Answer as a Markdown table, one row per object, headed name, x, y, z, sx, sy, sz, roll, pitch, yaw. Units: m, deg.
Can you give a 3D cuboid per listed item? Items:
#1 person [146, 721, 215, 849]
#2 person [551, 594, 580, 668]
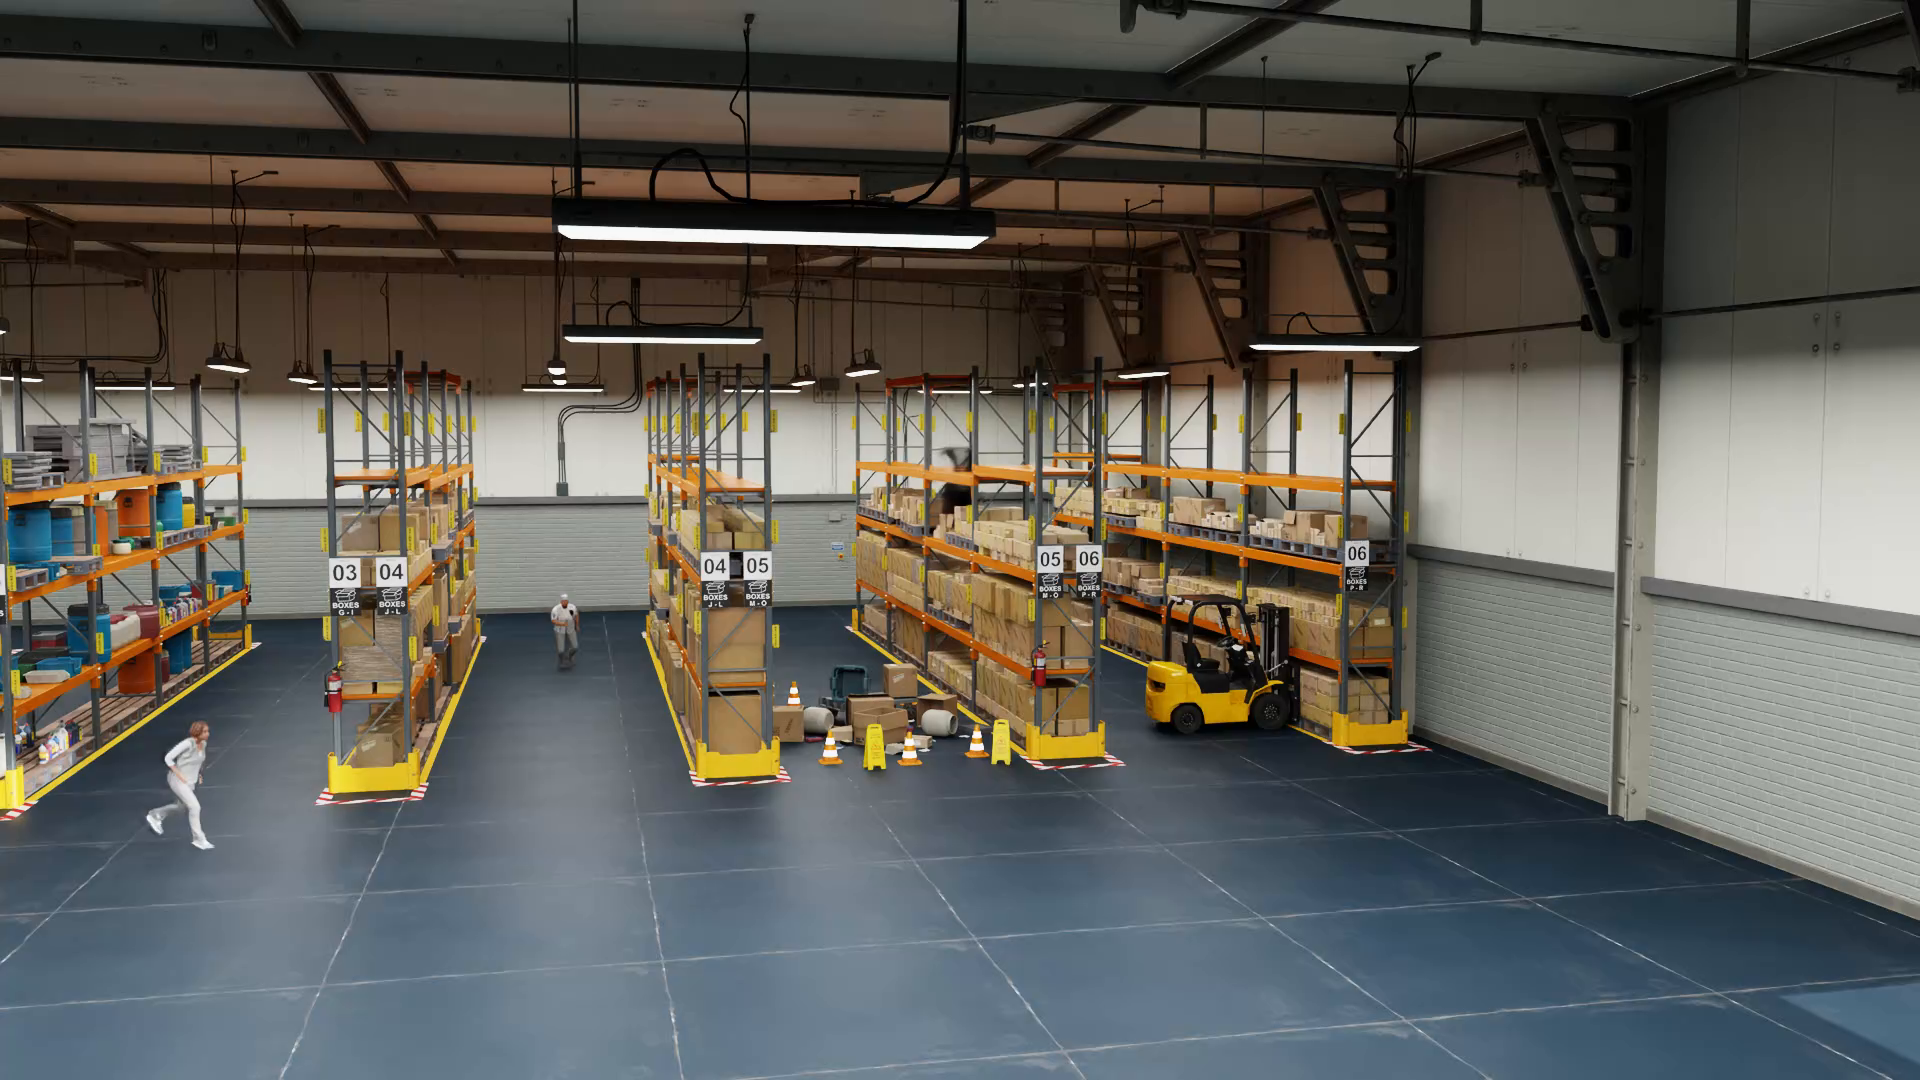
| name | x | y | z | sx | sy | sz | roll | pitch | yaw |
| --- | --- | --- | --- | --- | --- | --- | --- | --- | --- |
| person | -9.250 | 2.894 | 19.635 | 0.877 | 1.551 | 0.553 | 1 | 4 | 17 |
| person | -8.054 | 1.868 | 33.967 | 0.607 | 1.556 | 0.777 | -2 | 4 | -25 |
